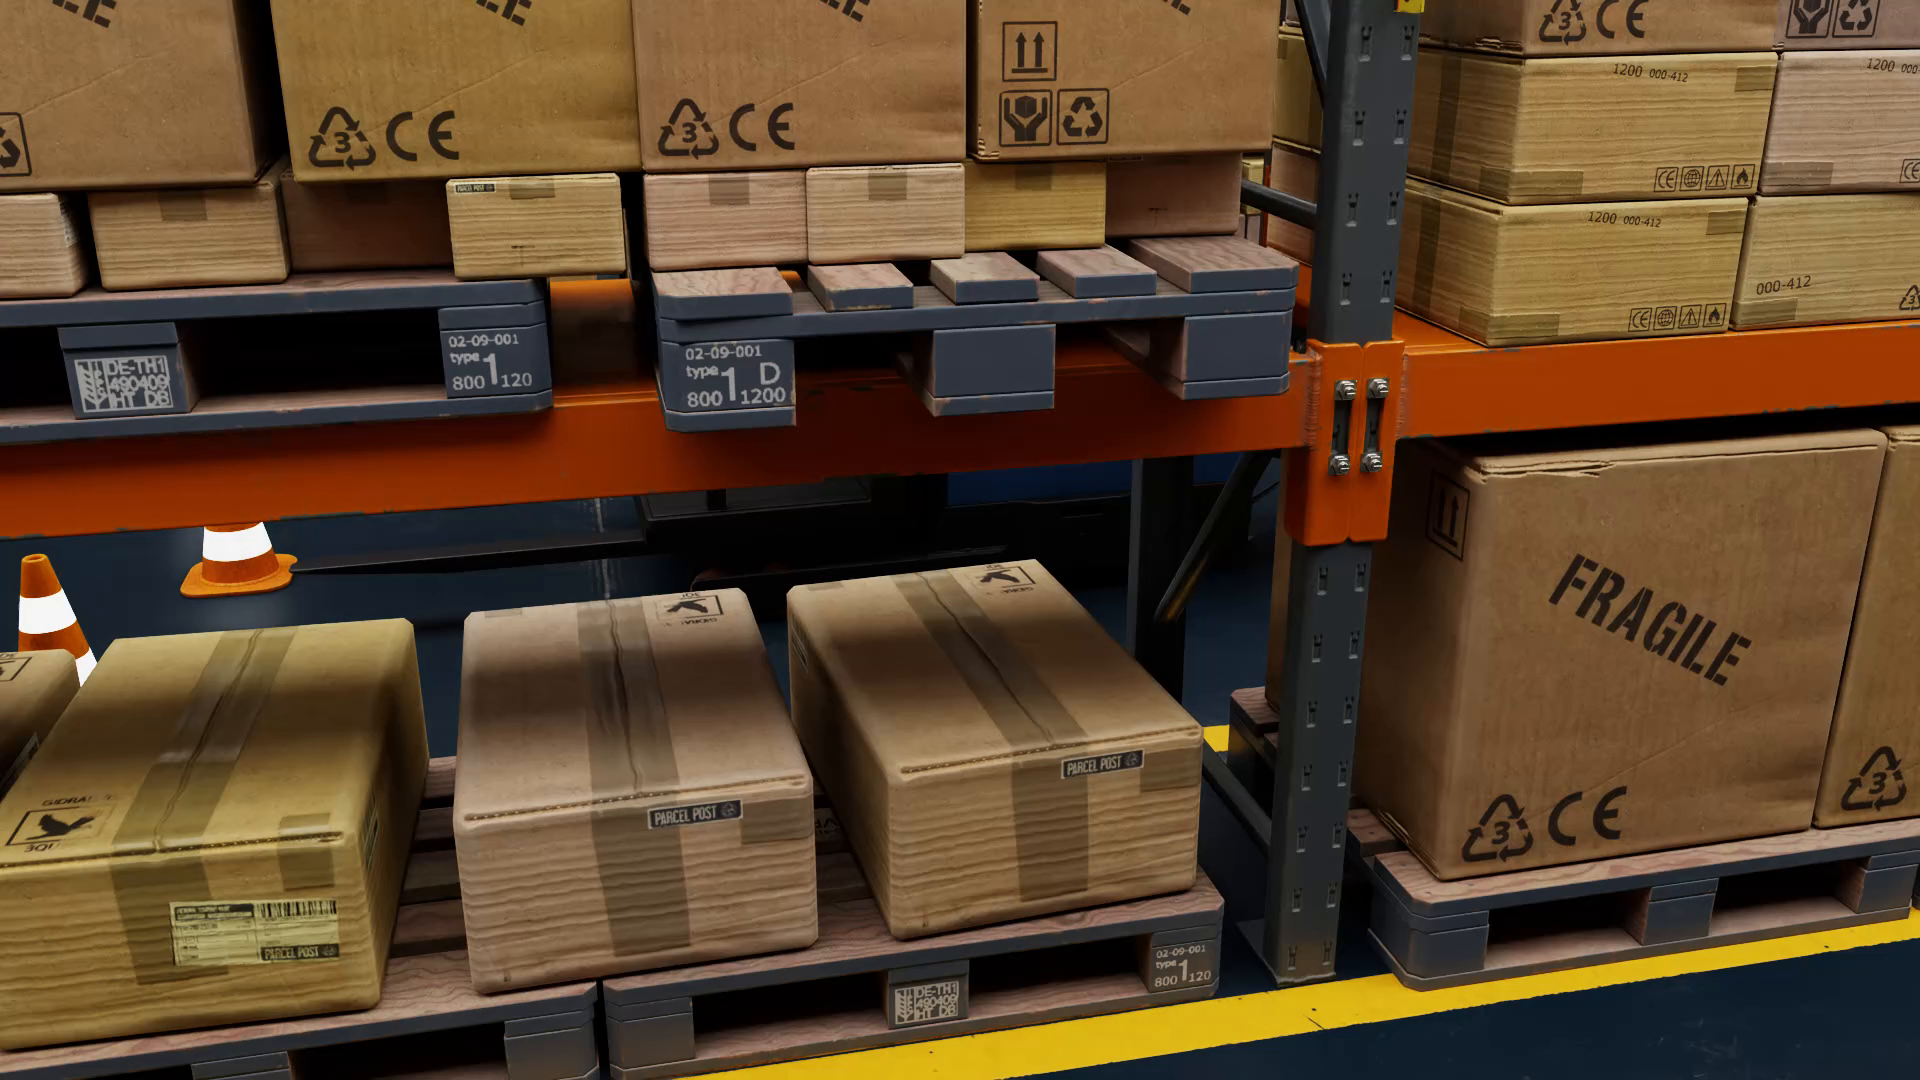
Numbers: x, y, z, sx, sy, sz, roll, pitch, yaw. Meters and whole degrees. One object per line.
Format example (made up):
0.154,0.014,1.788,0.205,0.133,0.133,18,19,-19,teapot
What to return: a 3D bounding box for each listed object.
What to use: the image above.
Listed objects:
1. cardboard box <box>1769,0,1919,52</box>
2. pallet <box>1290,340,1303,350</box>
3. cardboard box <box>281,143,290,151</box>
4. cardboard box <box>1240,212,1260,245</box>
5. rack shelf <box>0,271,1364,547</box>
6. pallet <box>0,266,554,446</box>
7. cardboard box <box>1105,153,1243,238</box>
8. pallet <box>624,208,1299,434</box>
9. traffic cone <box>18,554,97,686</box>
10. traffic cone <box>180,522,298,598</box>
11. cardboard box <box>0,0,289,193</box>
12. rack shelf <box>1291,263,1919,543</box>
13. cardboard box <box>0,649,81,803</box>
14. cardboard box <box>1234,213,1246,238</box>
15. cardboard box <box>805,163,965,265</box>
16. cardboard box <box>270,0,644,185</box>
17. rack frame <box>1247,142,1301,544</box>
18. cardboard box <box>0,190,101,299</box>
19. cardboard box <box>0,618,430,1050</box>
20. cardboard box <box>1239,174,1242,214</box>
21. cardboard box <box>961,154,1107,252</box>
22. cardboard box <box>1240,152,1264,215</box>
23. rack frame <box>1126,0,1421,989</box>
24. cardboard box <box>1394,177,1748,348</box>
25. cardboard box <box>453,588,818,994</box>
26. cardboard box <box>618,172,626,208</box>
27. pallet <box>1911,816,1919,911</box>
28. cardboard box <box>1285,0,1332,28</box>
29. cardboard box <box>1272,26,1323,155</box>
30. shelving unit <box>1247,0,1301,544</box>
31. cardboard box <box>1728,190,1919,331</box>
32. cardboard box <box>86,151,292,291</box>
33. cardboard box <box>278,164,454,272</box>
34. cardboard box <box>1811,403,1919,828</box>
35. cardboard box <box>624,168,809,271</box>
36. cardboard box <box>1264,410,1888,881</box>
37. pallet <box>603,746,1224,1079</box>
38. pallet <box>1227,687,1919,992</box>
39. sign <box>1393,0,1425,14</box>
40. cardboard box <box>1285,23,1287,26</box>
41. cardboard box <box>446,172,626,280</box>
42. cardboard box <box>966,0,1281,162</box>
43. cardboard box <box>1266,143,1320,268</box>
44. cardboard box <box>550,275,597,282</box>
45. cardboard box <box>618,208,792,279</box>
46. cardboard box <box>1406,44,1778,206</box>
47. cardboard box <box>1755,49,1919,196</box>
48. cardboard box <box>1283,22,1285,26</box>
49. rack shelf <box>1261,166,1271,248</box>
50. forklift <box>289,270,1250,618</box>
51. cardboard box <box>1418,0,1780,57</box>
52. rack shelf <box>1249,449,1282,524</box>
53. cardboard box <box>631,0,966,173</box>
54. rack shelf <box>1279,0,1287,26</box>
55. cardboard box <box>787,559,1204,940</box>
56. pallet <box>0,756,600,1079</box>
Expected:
1.603,-1.193,3.112,0.500,0.500,0.500,-5,21,-12,cardboard box
1.295,-1.173,8.711,1.213,0.211,1.003,-5,21,-12,pallet
-1.088,-0.680,3.065,0.250,0.149,0.380,-4,20,-10,cardboard box
1.580,-1.444,8.418,0.500,0.500,0.500,-5,21,-14,cardboard box
-1.360,-0.181,2.994,4.000,0.370,1.077,-5,21,-12,rack shelf
-1.331,-0.417,2.870,1.213,0.211,1.003,-5,21,-12,pallet
0.321,-0.652,2.987,0.250,0.149,0.380,-4,20,-10,cardboard box
-0.083,-0.495,3.084,1.003,0.211,1.213,-5,21,-12,pallet
-2.422,0.264,4.421,0.334,0.463,0.336,-5,21,-12,traffic cone
-2.370,-0.094,5.398,0.334,0.463,0.336,-5,21,-12,traffic cone
-1.315,-0.804,2.460,0.500,0.500,0.500,-6,21,-15,cardboard box
2.533,-0.498,3.858,4.000,0.370,1.077,-5,21,-12,rack shelf
-2.098,0.576,3.092,0.625,0.372,0.950,-3,20,-9,cardboard box
1.083,-1.403,8.308,0.500,0.500,0.500,-5,21,-14,cardboard box
-0.158,-0.571,2.768,0.250,0.149,0.380,-5,21,-13,cardboard box
-0.784,-0.847,2.577,0.500,0.500,0.500,-6,21,-16,cardboard box
1.084,-1.023,5.555,0.015,2.100,0.400,13,24,31,rack frame
-1.421,-0.472,2.496,0.250,0.149,0.380,-4,20,-10,cardboard box
-1.421,0.520,3.243,0.625,0.372,0.950,-4,20,-11,cardboard box
1.054,-1.750,8.165,0.500,0.250,0.500,-4,21,-12,cardboard box
0.077,-0.606,2.863,0.250,0.149,0.380,-4,21,-12,cardboard box
1.560,-1.792,8.278,0.500,0.250,0.500,-6,21,-15,cardboard box
0.586,-0.677,3.302,0.127,3.000,1.000,-5,21,-12,rack frame
1.120,-0.561,3.204,0.500,0.250,0.500,-5,21,-13,cardboard box
-0.682,0.462,3.402,0.625,0.372,0.950,-5,21,-14,cardboard box
-0.605,-0.761,3.285,0.250,0.149,0.380,-5,21,-12,cardboard box
2.556,0.500,4.143,1.213,0.211,1.003,-5,21,-12,pallet
1.029,-1.322,3.464,0.500,0.500,0.500,-5,21,-14,cardboard box
0.999,-0.965,3.579,0.500,0.250,0.500,-5,21,-13,cardboard box
1.289,-0.978,5.431,0.503,2.100,0.431,13,24,31,shelving unit
1.616,-0.608,3.331,0.500,0.250,0.500,-5,21,-14,cardboard box
-1.168,-0.502,2.580,0.250,0.149,0.380,-5,21,-14,cardboard box
-0.943,-0.550,2.709,0.250,0.149,0.380,-4,21,-12,cardboard box
2.147,0.027,3.857,0.875,0.875,0.875,-4,21,-12,cardboard box
-0.405,-0.554,2.721,0.250,0.149,0.380,-6,21,-15,cardboard box
1.278,0.097,3.669,0.875,0.875,0.875,-5,21,-13,cardboard box
-0.175,0.694,3.614,1.213,0.211,1.003,-5,21,-12,pallet
1.371,0.595,3.883,1.213,0.211,1.003,-5,21,-12,pallet
0.720,-1.003,2.623,0.005,0.325,0.100,-5,21,-12,sign
1.634,-2.520,8.088,0.250,0.149,0.380,-4,20,-10,cardboard box
-0.669,-0.527,2.648,0.250,0.149,0.380,-4,21,-12,cardboard box
0.208,-0.932,2.809,0.500,0.500,0.500,-5,21,-14,cardboard box
1.019,-0.734,3.674,0.500,0.250,0.500,-5,21,-14,cardboard box
-2.114,-1.378,7.877,0.750,0.750,1.050,-4,21,-12,cardboard box
-1.264,-1.449,8.069,0.750,0.750,1.050,-5,21,-13,cardboard box
1.136,-0.799,3.126,0.500,0.250,0.500,-5,21,-13,cardboard box
1.639,-0.839,3.236,0.500,0.250,0.500,-4,21,-11,cardboard box
1.374,-2.499,8.030,0.250,0.149,0.380,-5,21,-14,cardboard box
1.289,-0.965,5.435,0.480,0.518,0.431,13,24,31,rack shelf
-0.608,-1.320,5.157,3.031,2.935,1.130,-5,21,-14,forklift
1.122,-1.151,2.996,0.500,0.500,0.500,-5,21,-14,cardboard box
1.289,-0.307,5.676,0.480,0.518,0.431,13,24,31,rack shelf
-0.293,-0.887,2.687,0.500,0.500,0.500,-5,21,-13,cardboard box
1.289,-1.622,5.195,0.480,0.518,0.431,13,24,31,rack shelf
0.034,0.401,3.569,0.625,0.372,0.950,-6,21,-16,cardboard box
-1.359,0.789,3.354,1.213,0.211,1.003,-5,21,-12,pallet
